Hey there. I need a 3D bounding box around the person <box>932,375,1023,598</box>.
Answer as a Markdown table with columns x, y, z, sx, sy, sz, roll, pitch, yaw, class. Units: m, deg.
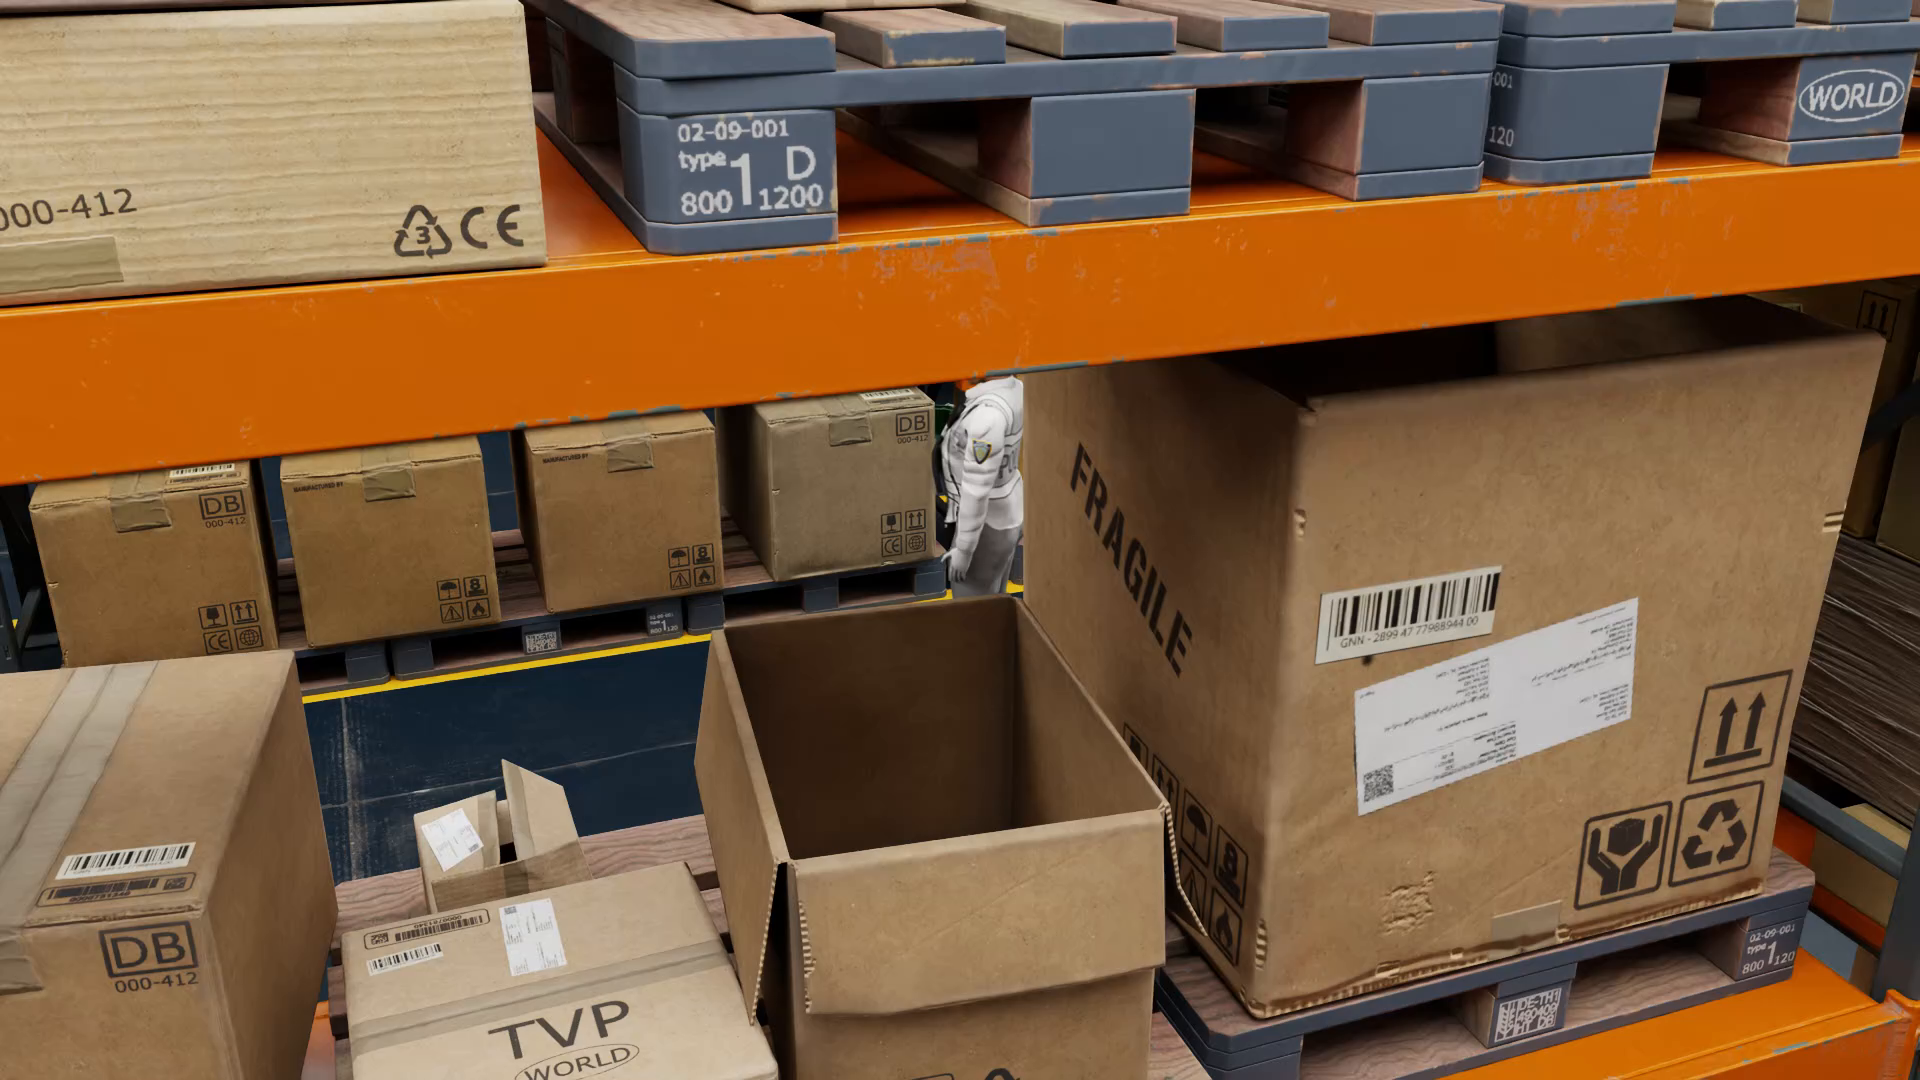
| x | y | z | sx | sy | sz | roll | pitch | yaw | class |
| --- | --- | --- | --- | --- | --- | --- | --- | --- | --- |
| 0.084 | -0.028 | 6.167 | 0.328 | 1.663 | 0.468 | 5 | 23 | 12 | person |
